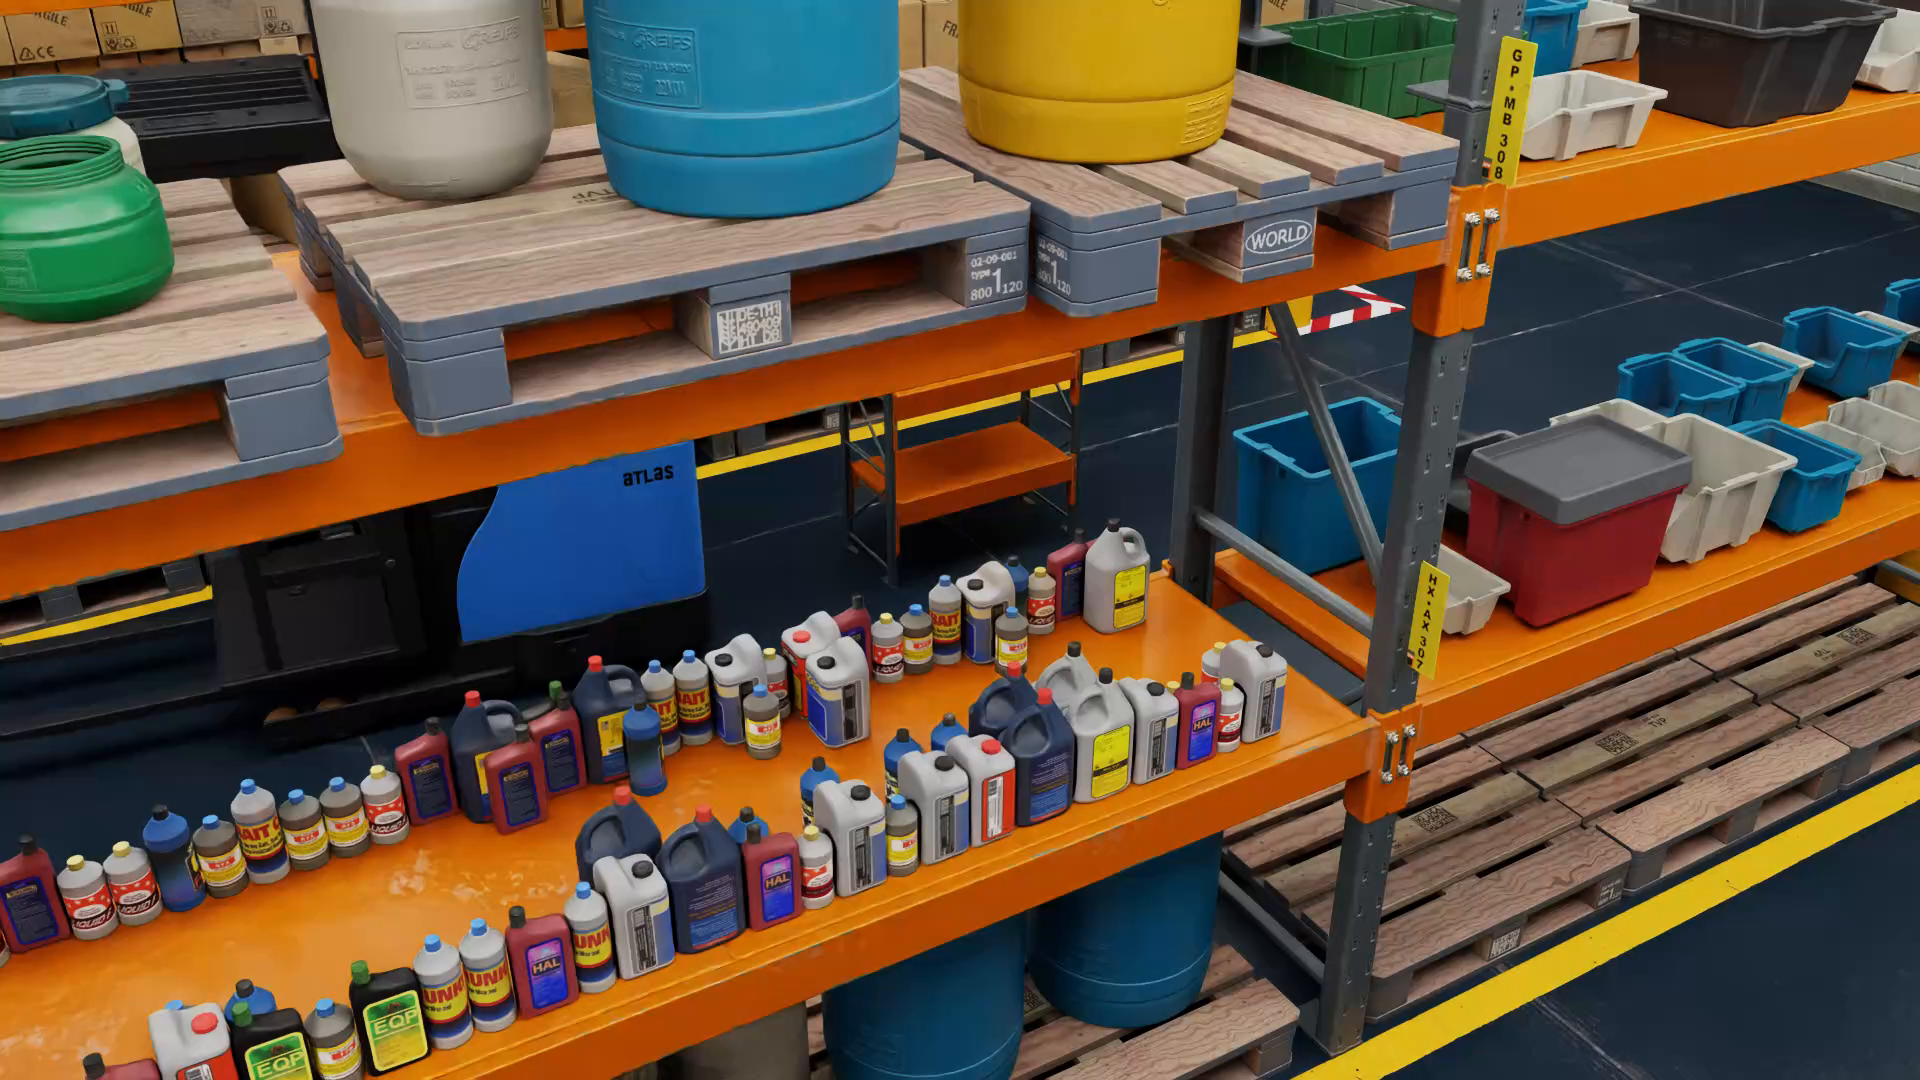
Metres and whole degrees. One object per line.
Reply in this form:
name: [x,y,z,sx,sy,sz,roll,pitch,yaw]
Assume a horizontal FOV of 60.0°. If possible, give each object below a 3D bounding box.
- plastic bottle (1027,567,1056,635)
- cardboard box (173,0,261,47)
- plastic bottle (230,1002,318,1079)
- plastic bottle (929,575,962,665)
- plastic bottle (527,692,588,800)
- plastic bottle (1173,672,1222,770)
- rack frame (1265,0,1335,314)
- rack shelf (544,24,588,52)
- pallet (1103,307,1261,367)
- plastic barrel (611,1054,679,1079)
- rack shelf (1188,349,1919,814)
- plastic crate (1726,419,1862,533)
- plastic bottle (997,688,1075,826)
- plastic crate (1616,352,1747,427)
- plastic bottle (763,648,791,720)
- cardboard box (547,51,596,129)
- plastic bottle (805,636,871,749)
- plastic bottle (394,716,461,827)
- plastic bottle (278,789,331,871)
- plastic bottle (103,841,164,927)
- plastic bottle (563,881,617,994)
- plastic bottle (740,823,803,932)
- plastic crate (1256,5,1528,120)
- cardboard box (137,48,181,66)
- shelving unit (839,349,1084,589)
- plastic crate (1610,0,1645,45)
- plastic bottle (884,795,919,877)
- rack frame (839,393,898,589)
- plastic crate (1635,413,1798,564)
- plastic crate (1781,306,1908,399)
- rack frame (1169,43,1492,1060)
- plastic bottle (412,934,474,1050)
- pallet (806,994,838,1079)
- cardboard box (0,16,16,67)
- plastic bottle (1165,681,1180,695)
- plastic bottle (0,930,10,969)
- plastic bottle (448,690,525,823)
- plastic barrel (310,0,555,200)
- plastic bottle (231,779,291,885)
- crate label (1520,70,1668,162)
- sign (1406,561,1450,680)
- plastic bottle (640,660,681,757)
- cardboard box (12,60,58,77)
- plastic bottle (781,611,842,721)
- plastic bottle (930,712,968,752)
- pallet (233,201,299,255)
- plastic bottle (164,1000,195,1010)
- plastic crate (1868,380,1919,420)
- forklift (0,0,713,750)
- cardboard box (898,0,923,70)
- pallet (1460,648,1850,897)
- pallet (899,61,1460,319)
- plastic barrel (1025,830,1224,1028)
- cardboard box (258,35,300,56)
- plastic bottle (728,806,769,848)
plastic bottle: [0.241,0.177,5.030,0.097,0.201,0.097,0,29,0]
cardboard box: [-5.183,-3.734,11.479,0.500,0.500,0.500,-16,33,-26]
plastic bottle: [-1.396,1.041,3.379,0.133,0.283,0.061,-16,33,-26]
plastic bottle: [-0.043,0.227,4.867,0.097,0.271,0.097,0,29,0]
plastic bottle: [-1.047,0.531,4.305,0.133,0.283,0.061,-16,33,-26]
plastic bottle: [0.626,0.467,4.419,0.133,0.283,0.061,-16,33,-26]
rack frame: [1.921,-2.934,10.462,0.127,3.000,1.000,-16,33,-26]
rack shelf: [-2.316,-4.192,13.486,4.000,0.370,1.077,-16,33,-26]
pallet: [1.168,-1.499,10.748,1.213,0.211,1.003,-16,33,-26]
plastic barrel: [-1.084,1.557,4.385,0.708,0.588,0.600,-16,33,-26]
rack shelf: [2.703,-0.065,6.008,4.000,0.370,1.077,-16,33,-26]
plastic crate: [2.786,-0.213,5.643,0.300,0.233,0.416,-16,33,-26]
plastic bottle: [0.192,0.538,4.222,0.185,0.351,0.144,-16,33,-26]
plastic crate: [2.653,-0.504,6.169,0.300,0.233,0.416,-16,33,-26]
plastic bottle: [-0.526,0.395,4.636,0.097,0.201,0.097,0,29,0]
cardboard box: [-2.050,-2.160,8.521,0.700,0.500,0.500,22,36,34]
plastic bottle: [-0.335,0.408,4.534,0.135,0.276,0.152,-16,33,-26]
plastic bottle: [-1.352,0.583,4.210,0.133,0.283,0.061,-16,33,-26]
plastic bottle: [-1.610,0.703,4.078,0.097,0.201,0.097,0,29,0]
plastic bottle: [-1.946,0.798,3.905,0.097,0.201,0.097,0,29,0]
plastic bottle: [-0.824,0.874,3.695,0.097,0.271,0.097,0,29,0]
plastic bottle: [-0.440,0.770,3.871,0.133,0.283,0.061,-16,33,-26]
plastic crate: [1.190,-1.341,4.690,0.662,0.188,0.450,-16,33,-26]
cardboard box: [-5.541,-3.363,11.478,0.250,0.149,0.380,-15,32,-25]
shelving unit: [0.006,-0.494,7.981,1.048,1.125,0.538,-16,33,-26]
plastic crate: [2.360,-1.717,5.275,0.530,0.282,0.437,-16,33,-26]
plastic bottle: [-0.150,0.713,4.059,0.097,0.201,0.097,0,29,0]
rack frame: [-0.432,-0.370,7.756,0.032,1.125,0.500,-16,33,-26]
plastic crate: [2.388,-0.162,5.500,0.530,0.282,0.437,-16,33,-26]
plastic crate: [3.480,-0.738,6.594,0.300,0.233,0.416,-16,33,-26]
rack frame: [0.978,0.109,4.947,0.127,3.000,1.000,-16,33,-26]
plastic bottle: [-1.107,0.954,3.549,0.097,0.271,0.097,0,29,0]
pallet: [-0.761,1.802,4.765,1.213,0.211,1.003,-16,33,-26]
cardboard box: [-6.485,-3.358,10.798,0.500,0.500,0.500,-15,32,-25]
plastic bottle: [0.570,0.475,4.491,0.097,0.201,0.097,0,29,0]
plastic bottle: [-2.229,0.878,3.760,0.097,0.201,0.097,0,29,0]
plastic bottle: [-1.194,0.532,4.232,0.185,0.351,0.144,-16,33,-26]
plastic barrel: [-1.018,-0.965,3.214,0.433,0.535,0.433,0,29,0]
plastic bottle: [-1.694,0.696,4.018,0.097,0.271,0.097,0,29,0]
crate label: [1.547,-1.088,4.285,0.466,0.136,0.293,-16,33,-26]
sign: [1.255,0.218,4.464,0.005,0.325,0.100,-16,33,-26]
plastic bottle: [-0.810,0.445,4.473,0.097,0.271,0.097,0,29,0]
cardboard box: [-6.221,-3.189,11.164,0.250,0.149,0.380,-15,32,-25]
plastic bottle: [-0.412,0.345,4.649,0.135,0.276,0.152,-16,33,-26]
plastic bottle: [-0.027,0.562,4.260,0.097,0.271,0.097,0,29,0]
pallet: [-3.302,-1.370,7.826,1.213,0.211,1.003,-16,33,-26]
plastic bottle: [-1.614,1.044,3.460,0.097,0.201,0.097,0,29,0]
plastic crate: [3.558,-0.441,6.155,0.243,0.136,0.396,-16,33,-26]
forklift: [-2.659,-0.728,6.535,3.031,2.935,1.130,-12,31,-20]
cardboard box: [-0.535,-2.561,8.648,0.500,0.500,0.500,-17,33,-28]
pallet: [2.646,0.834,6.521,1.213,0.211,1.003,-16,33,-26]
pallet: [0.352,-0.889,3.847,1.003,0.211,1.213,-16,33,-26]
plastic barrel: [0.501,0.970,5.124,0.708,0.901,0.600,-16,33,-26]
cardboard box: [-4.839,-3.510,11.746,0.250,0.149,0.380,-16,33,-26]
plastic bottle: [-0.495,0.747,3.926,0.097,0.271,0.097,0,29,0]
